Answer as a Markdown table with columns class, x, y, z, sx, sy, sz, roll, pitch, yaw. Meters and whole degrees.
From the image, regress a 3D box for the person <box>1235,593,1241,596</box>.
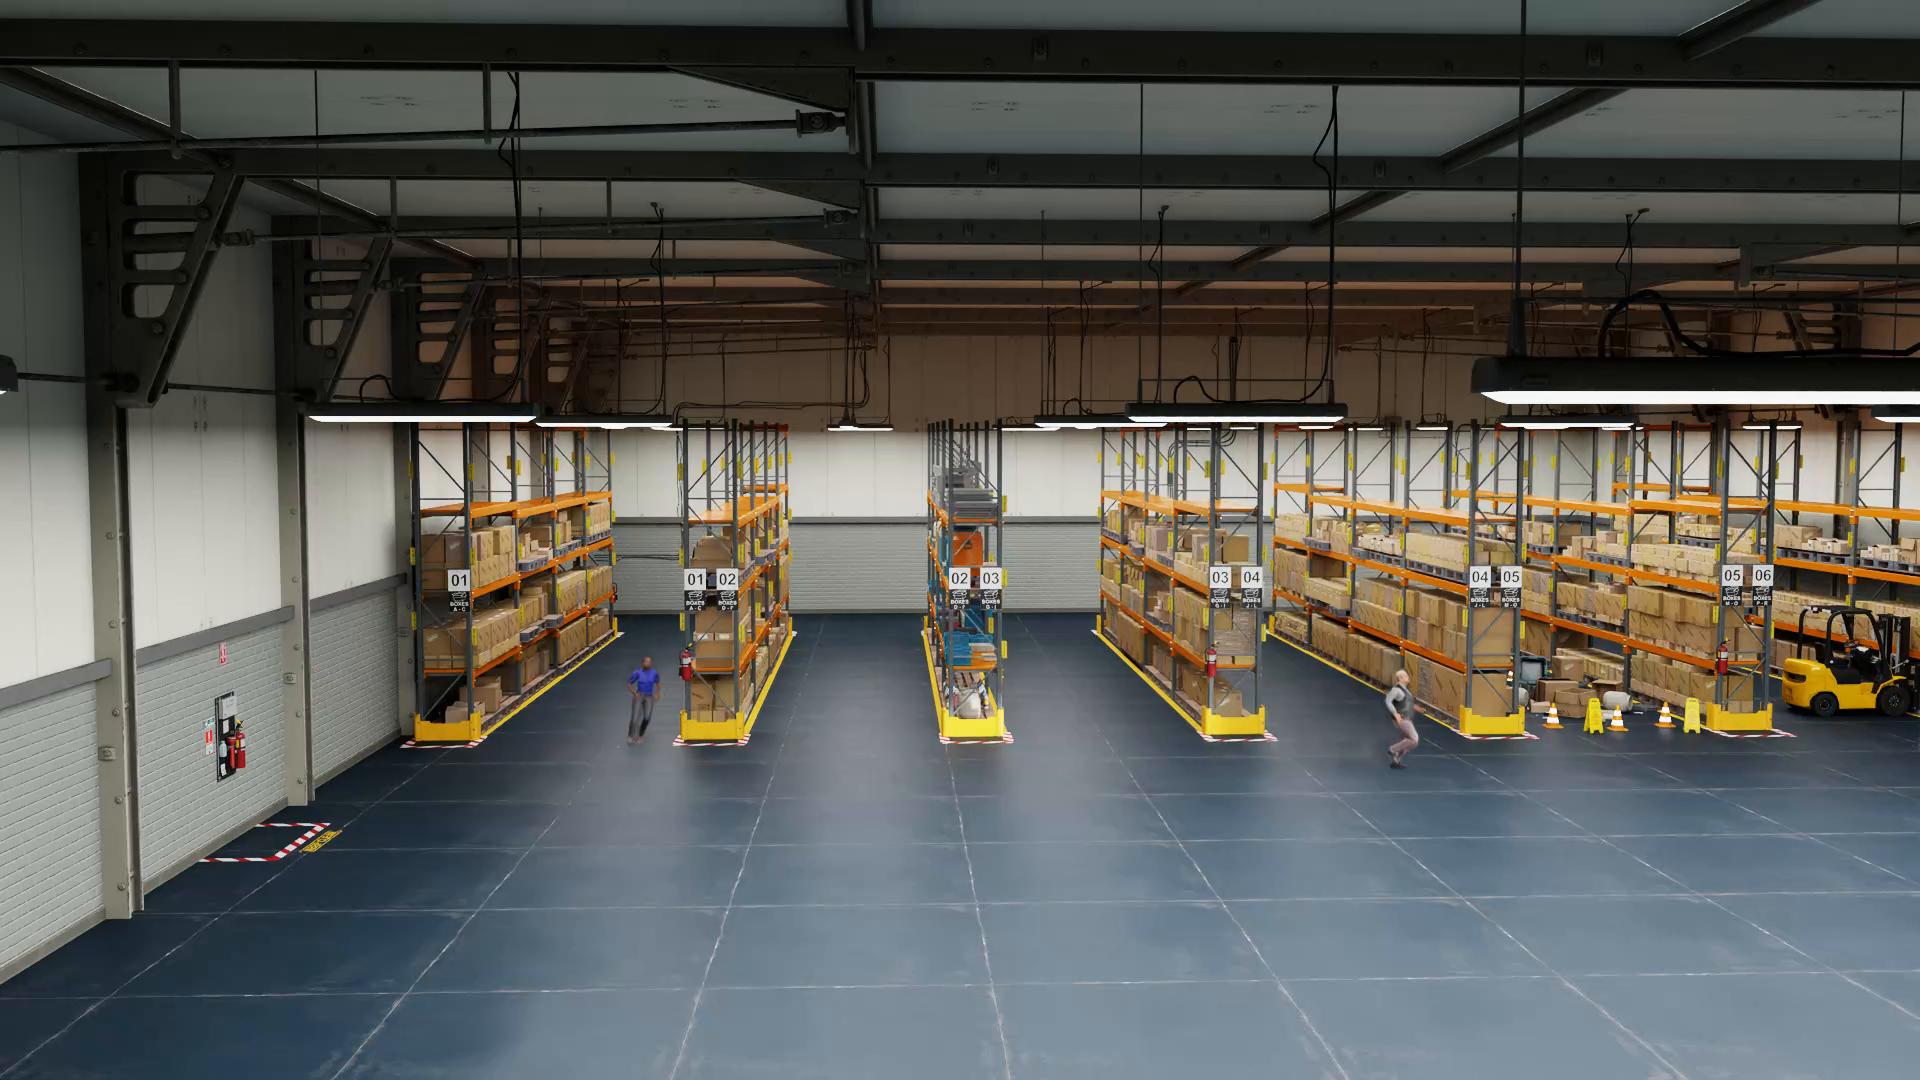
| class | x | y | z | sx | sy | sz | roll | pitch | yaw |
| --- | --- | --- | --- | --- | --- | --- | --- | --- | --- |
| person | 7.888 | 1.829 | 48.392 | 0.794 | 1.582 | 0.535 | 3 | 5 | 37 |

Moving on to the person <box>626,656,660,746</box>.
| class | x | y | z | sx | sy | sz | roll | pitch | yaw |
| --- | --- | --- | --- | --- | --- | --- | --- | --- | --- |
| person | -5.828 | 2.964 | 30.664 | 0.650 | 1.623 | 0.630 | -1 | 4 | -18 |

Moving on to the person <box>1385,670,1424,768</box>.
| class | x | y | z | sx | sy | sz | roll | pitch | yaw |
| --- | --- | --- | --- | --- | --- | --- | --- | --- | --- |
| person | 7.589 | 3.155 | 28.319 | 0.577 | 1.494 | 0.645 | 2 | 4 | 30 |
